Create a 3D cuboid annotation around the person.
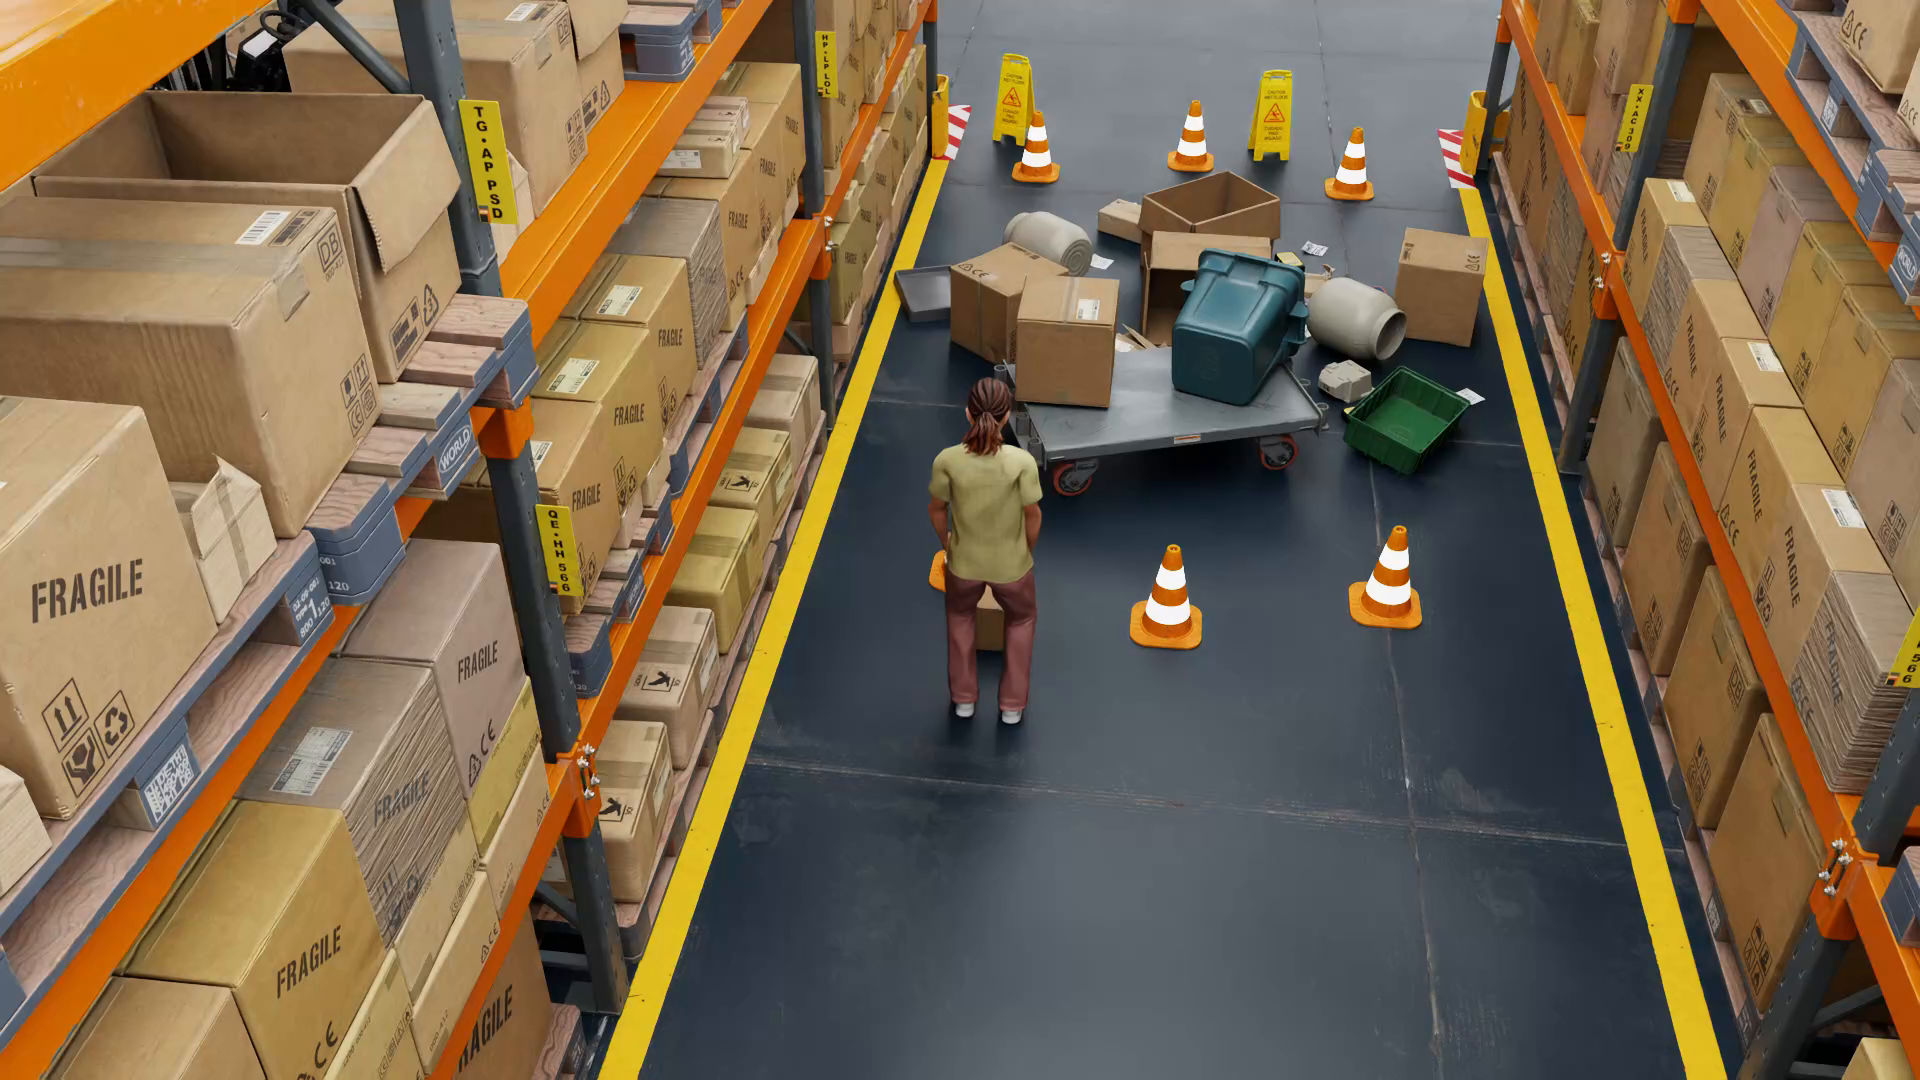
[{"bbox_3d":[0.104,0.071,7.002,0.474,1.616,0.406,5,37,7],"label":"person"}]
